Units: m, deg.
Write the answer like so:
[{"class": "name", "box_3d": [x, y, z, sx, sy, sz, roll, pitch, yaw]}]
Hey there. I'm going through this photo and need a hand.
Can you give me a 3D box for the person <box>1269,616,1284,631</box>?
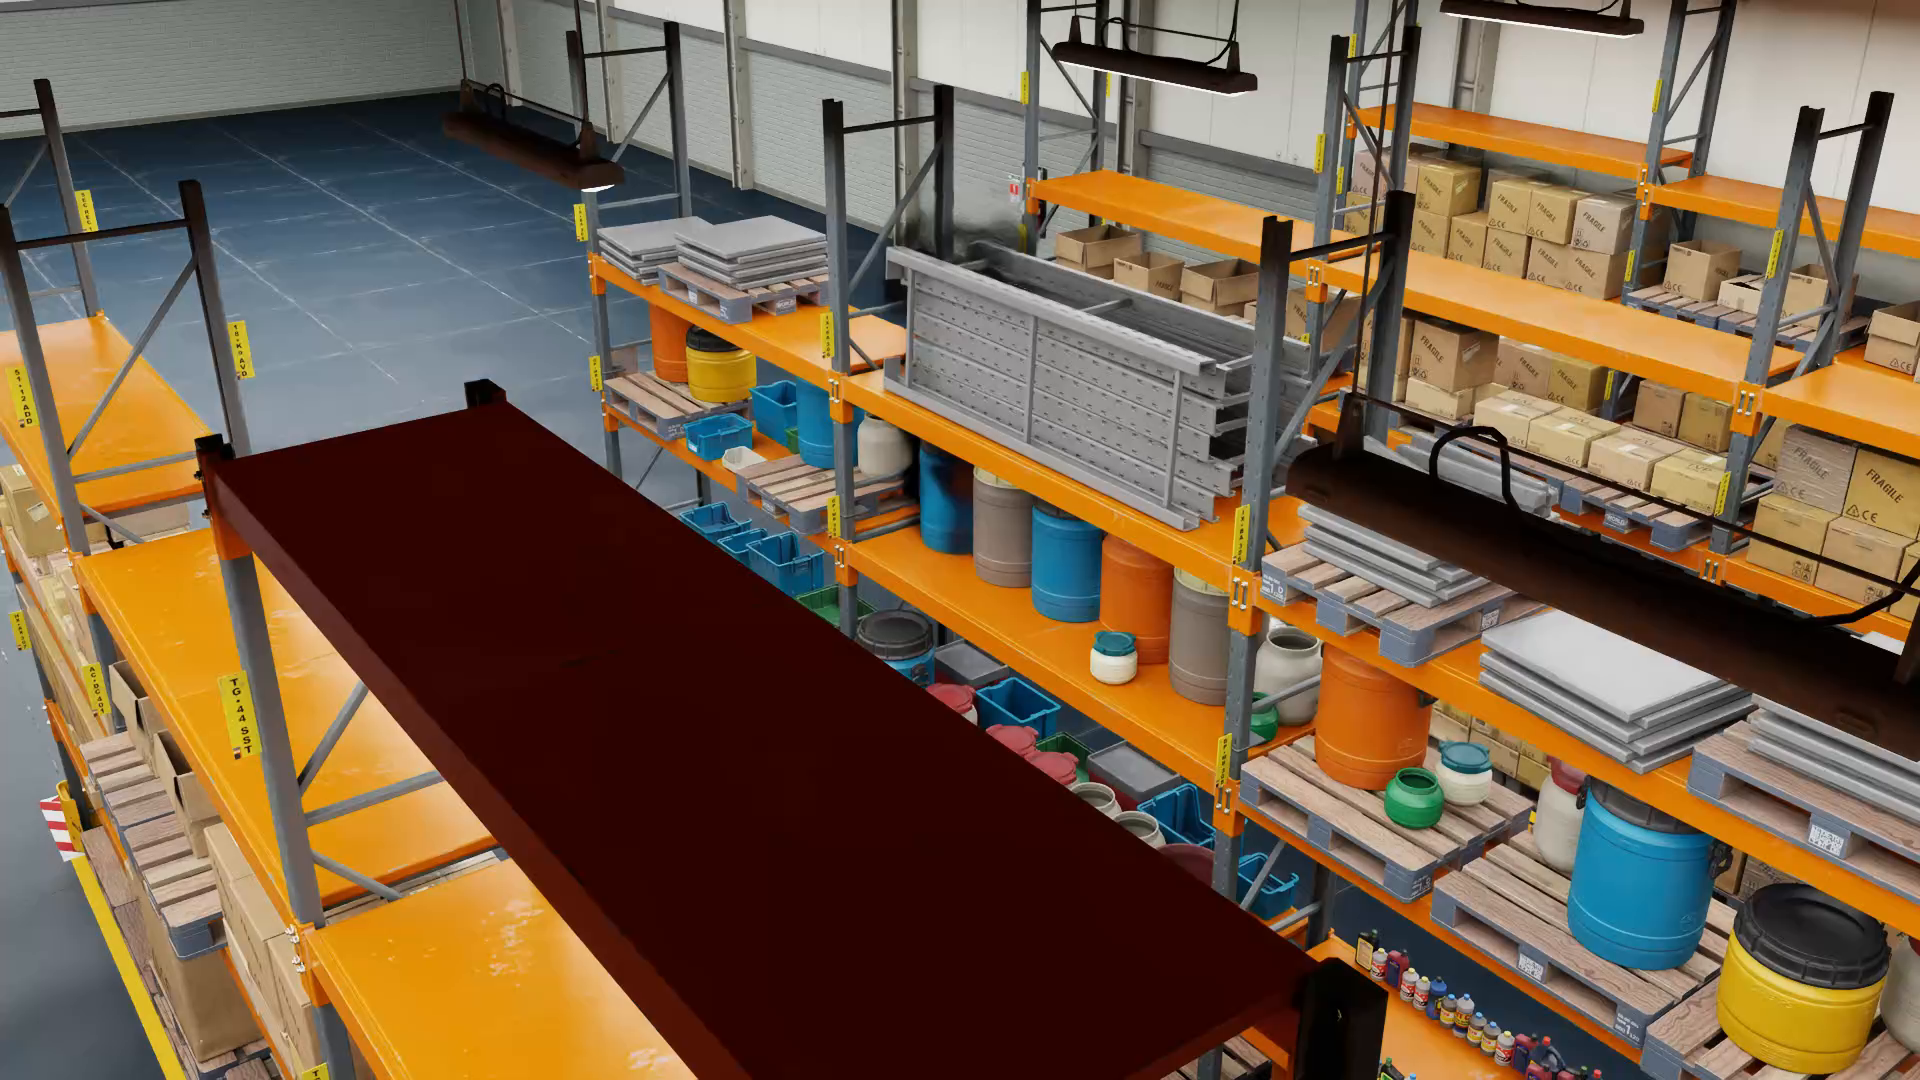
[{"class": "person", "box_3d": [2.317, 1.254, 13.519, 0.682, 1.889, 0.661, -20, 31, -36]}]
